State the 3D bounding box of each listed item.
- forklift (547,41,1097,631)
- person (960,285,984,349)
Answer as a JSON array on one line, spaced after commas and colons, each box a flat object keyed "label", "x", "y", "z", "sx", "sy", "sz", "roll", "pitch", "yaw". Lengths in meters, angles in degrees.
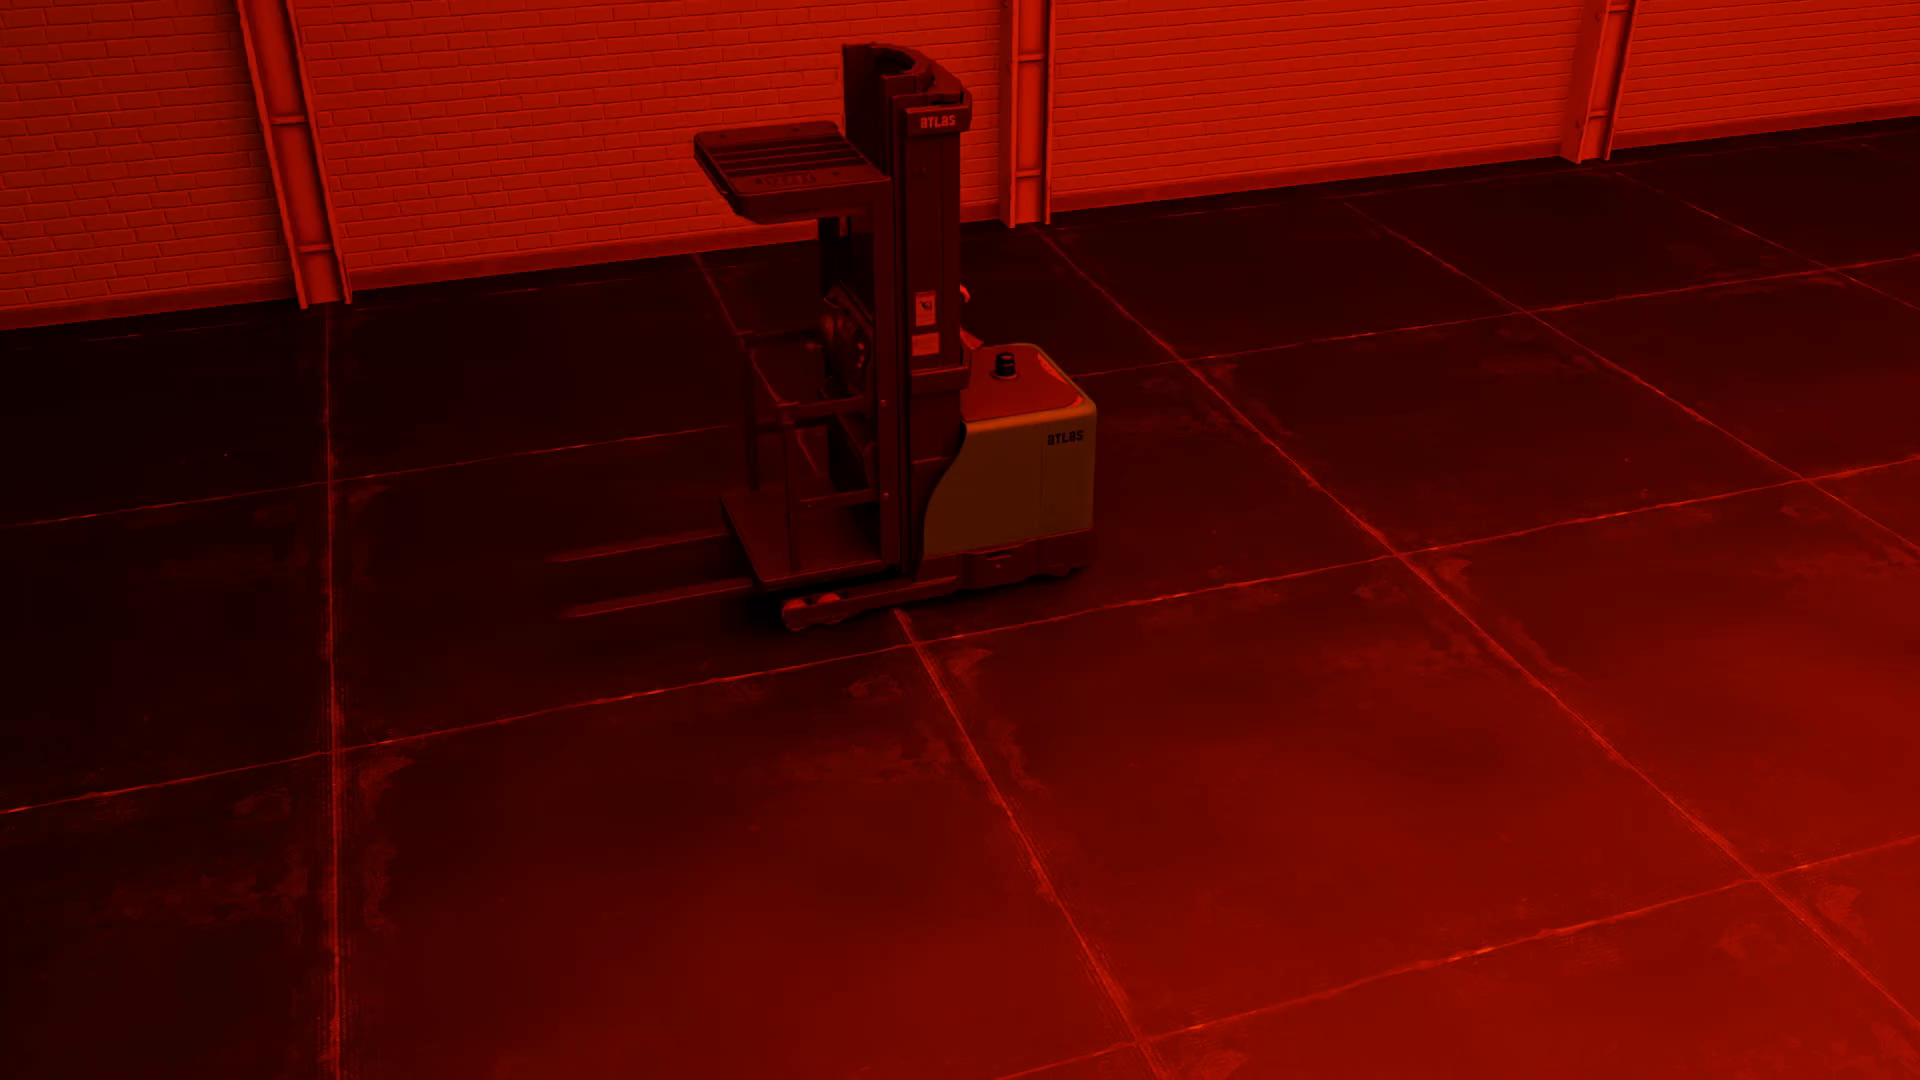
[{"label": "forklift", "x": -0.798, "y": -1.068, "z": 8.943, "sx": 3.031, "sy": 2.935, "sz": 1.130, "roll": -10, "pitch": 31, "yaw": -17}, {"label": "person", "x": -0.168, "y": -1.413, "z": 10.894, "sx": 0.786, "sy": 1.640, "sz": 1.003, "roll": -3, "pitch": 30, "yaw": -5}]
